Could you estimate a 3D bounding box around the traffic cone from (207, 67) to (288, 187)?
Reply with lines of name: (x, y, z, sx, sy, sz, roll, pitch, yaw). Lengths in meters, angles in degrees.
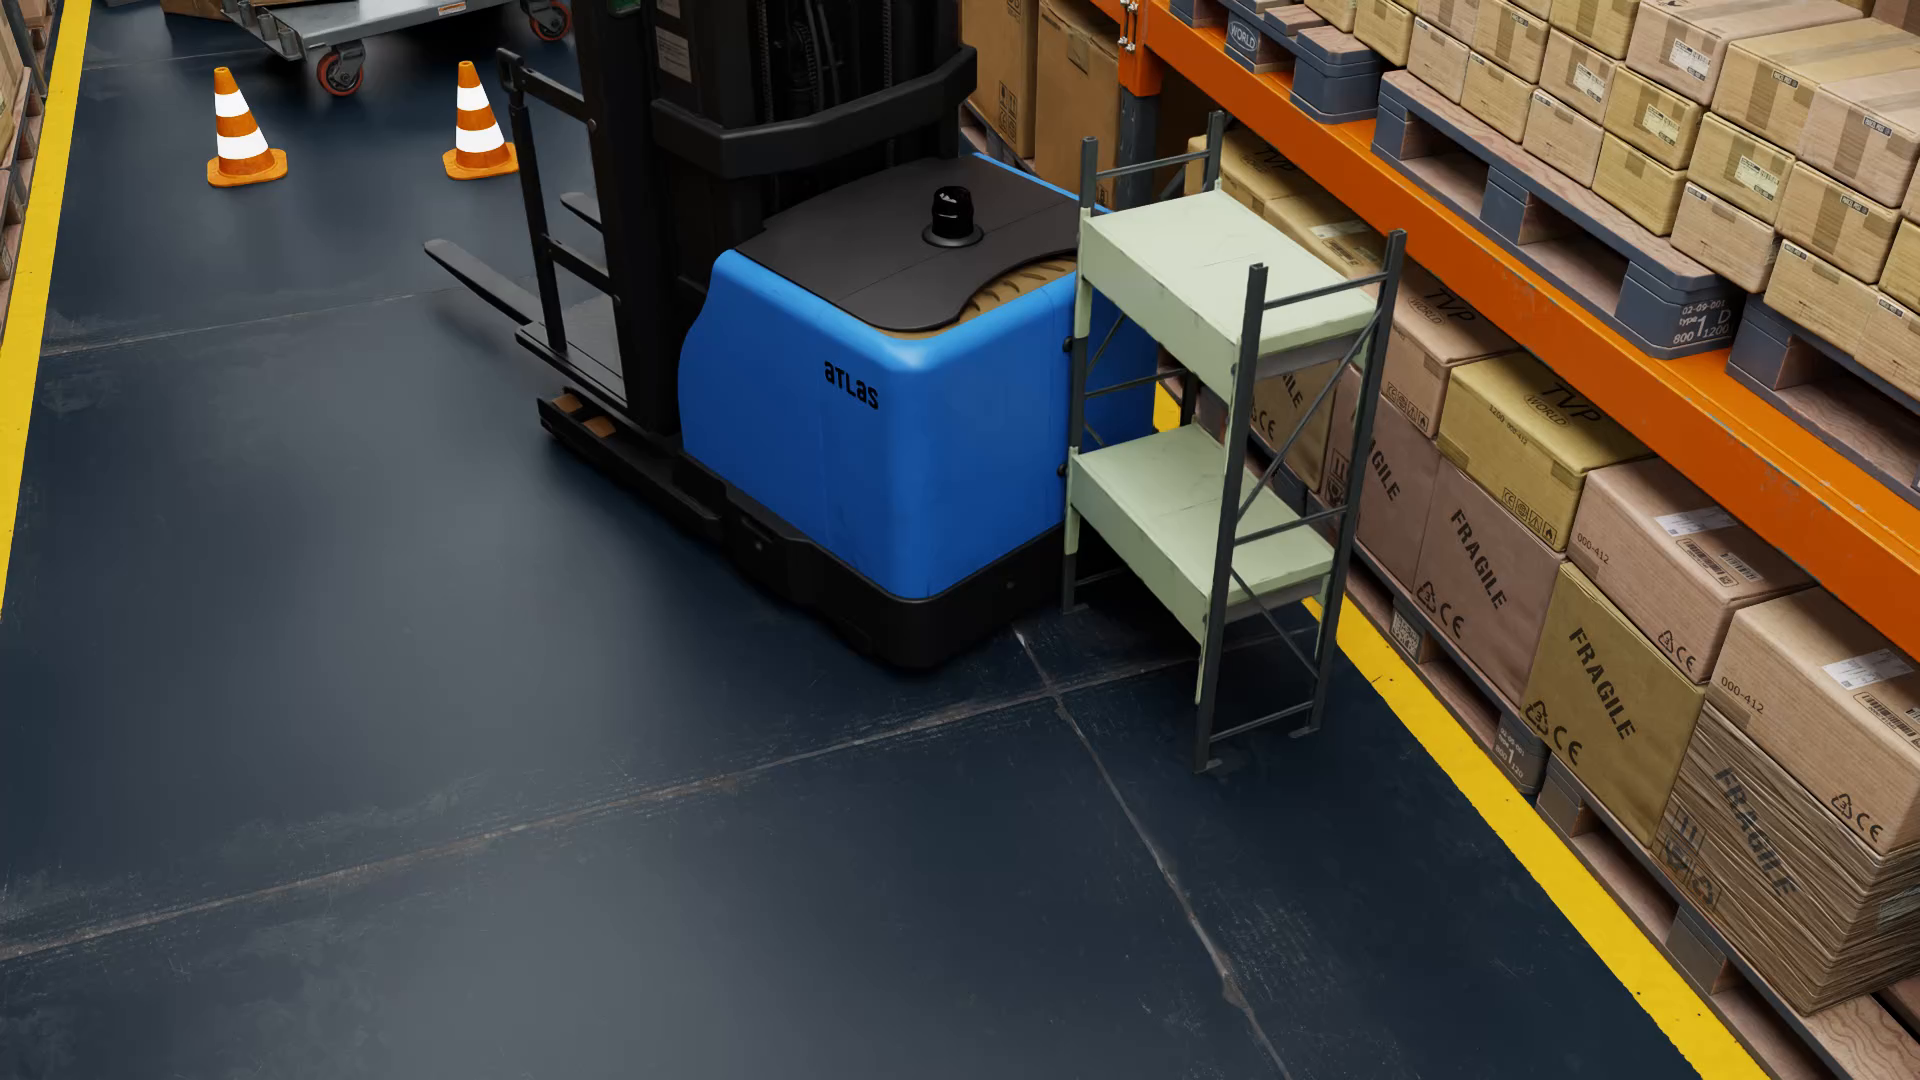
traffic cone: (-3.194, -1.849, 7.320, 0.336, 0.463, 0.334, -12, 39, -16)

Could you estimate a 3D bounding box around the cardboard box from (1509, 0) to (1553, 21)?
cardboard box: (1.485, -1.357, 3.923, 0.380, 0.149, 0.250, -11, 38, -15)

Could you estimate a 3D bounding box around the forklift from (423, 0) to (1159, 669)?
forklift: (-0.785, -1.605, 4.945, 1.130, 2.935, 3.031, -30, 46, -33)

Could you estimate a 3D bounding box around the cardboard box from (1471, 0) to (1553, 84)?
cardboard box: (1.477, -1.239, 4.015, 0.380, 0.149, 0.250, -13, 39, -16)

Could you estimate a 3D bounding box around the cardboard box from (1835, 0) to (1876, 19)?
cardboard box: (2.185, -1.340, 3.901, 0.380, 0.149, 0.250, -11, 38, -15)

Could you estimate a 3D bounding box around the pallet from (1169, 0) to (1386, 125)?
pallet: (1.400, -1.638, 5.091, 1.213, 0.211, 1.003, -12, 39, -16)

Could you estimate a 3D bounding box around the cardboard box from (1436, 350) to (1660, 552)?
cardboard box: (1.578, -0.261, 4.209, 0.500, 0.250, 0.500, -14, 39, -18)

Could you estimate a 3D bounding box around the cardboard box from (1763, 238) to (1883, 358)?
cardboard box: (1.848, -0.516, 3.301, 0.380, 0.149, 0.250, -14, 39, -18)

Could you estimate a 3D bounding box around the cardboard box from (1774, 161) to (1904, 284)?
cardboard box: (1.836, -0.648, 3.230, 0.380, 0.149, 0.250, -14, 39, -17)

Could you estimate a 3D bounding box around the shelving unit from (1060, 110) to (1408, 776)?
shelving unit: (0.641, -0.229, 4.308, 0.431, 1.500, 0.755, -16, 40, -20)

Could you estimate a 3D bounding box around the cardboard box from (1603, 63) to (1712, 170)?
cardboard box: (1.651, -0.949, 3.630, 0.380, 0.149, 0.250, -12, 39, -16)

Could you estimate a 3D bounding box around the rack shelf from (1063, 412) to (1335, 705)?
rack shelf: (0.641, 0.031, 4.504, 0.431, 0.370, 0.720, -16, 40, -20)

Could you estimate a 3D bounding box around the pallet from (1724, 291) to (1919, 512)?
pallet: (2.304, -0.221, 3.209, 1.003, 0.211, 1.213, -12, 39, -16)

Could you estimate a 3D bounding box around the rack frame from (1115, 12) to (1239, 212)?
rack frame: (1.054, -2.095, 5.538, 1.000, 3.000, 0.127, -12, 39, -16)

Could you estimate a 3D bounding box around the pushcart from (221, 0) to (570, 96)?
pushcart: (-2.812, -2.726, 8.555, 1.648, 0.377, 0.936, -27, 45, -31)

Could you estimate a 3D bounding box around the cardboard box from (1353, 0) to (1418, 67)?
cardboard box: (1.299, -1.412, 4.491, 0.380, 0.149, 0.250, -11, 38, -14)

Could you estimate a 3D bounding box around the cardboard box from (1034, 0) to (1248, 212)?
cardboard box: (0.929, -1.727, 6.570, 1.050, 0.750, 0.750, -13, 39, -17)

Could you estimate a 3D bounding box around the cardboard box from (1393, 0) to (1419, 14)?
cardboard box: (1.309, -1.521, 4.389, 0.380, 0.149, 0.250, -12, 39, -16)

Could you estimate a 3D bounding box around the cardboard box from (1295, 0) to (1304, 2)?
cardboard box: (1.111, -1.716, 4.895, 0.380, 0.149, 0.250, -11, 38, -14)

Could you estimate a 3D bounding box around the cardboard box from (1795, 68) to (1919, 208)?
cardboard box: (1.838, -0.773, 3.148, 0.380, 0.149, 0.250, -13, 39, -16)

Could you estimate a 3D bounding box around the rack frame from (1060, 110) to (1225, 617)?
rack frame: (0.482, -0.428, 4.571, 0.400, 1.500, 0.023, -16, 40, -20)

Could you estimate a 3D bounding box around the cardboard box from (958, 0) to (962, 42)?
cardboard box: (0.304, -2.746, 7.923, 1.050, 0.750, 0.750, -12, 39, -16)

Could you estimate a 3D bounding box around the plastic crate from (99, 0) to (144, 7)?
plastic crate: (-4.705, -3.163, 9.383, 0.402, 0.080, 0.583, -27, 45, -31)

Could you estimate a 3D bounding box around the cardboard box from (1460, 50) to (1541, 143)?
cardboard box: (1.477, -1.119, 4.103, 0.380, 0.149, 0.250, -12, 39, -15)

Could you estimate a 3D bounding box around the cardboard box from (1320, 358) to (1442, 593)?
cardboard box: (1.416, -0.240, 4.804, 0.500, 0.500, 0.500, -13, 39, -17)

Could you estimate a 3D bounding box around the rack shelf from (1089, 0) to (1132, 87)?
rack shelf: (0.366, -2.937, 7.255, 1.077, 0.370, 4.000, -12, 39, -16)

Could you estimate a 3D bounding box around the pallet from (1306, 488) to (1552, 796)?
pallet: (1.738, 0.149, 4.877, 1.003, 0.211, 1.213, -12, 39, -16)

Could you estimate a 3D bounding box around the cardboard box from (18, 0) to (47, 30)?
cardboard box: (-4.885, -2.731, 8.319, 0.500, 0.250, 0.500, -14, 39, -18)

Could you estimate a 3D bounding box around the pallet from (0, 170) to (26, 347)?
pallet: (-4.242, -1.029, 6.441, 1.003, 0.211, 1.213, -12, 39, -16)

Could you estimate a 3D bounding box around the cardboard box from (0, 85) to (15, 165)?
cardboard box: (-4.502, -1.690, 6.835, 0.950, 0.372, 0.625, -10, 38, -13)

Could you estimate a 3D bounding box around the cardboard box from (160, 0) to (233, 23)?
cardboard box: (-4.026, -3.162, 9.031, 0.500, 0.500, 0.500, 12, 39, 16)

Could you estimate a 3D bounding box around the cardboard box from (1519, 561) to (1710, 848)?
cardboard box: (1.763, 0.339, 4.035, 0.500, 0.500, 0.500, -13, 39, -17)

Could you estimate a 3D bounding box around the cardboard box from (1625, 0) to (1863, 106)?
cardboard box: (1.662, -1.063, 3.534, 0.380, 0.149, 0.250, -14, 39, -18)

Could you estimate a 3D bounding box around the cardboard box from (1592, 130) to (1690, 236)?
cardboard box: (1.657, -0.821, 3.707, 0.380, 0.149, 0.250, -11, 38, -14)

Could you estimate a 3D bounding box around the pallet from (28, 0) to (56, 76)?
pallet: (-5.199, -2.531, 8.435, 1.003, 0.211, 1.213, -12, 39, -16)

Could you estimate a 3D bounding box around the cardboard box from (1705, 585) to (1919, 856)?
cardboard box: (1.937, 0.327, 3.428, 0.500, 0.250, 0.500, -13, 39, -17)

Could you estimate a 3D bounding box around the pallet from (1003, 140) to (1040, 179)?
pallet: (0.854, -1.442, 6.989, 1.003, 0.211, 1.213, -12, 39, -16)

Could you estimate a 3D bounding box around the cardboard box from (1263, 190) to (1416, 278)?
cardboard box: (1.239, -0.838, 4.974, 0.500, 0.250, 0.500, -13, 39, -16)
